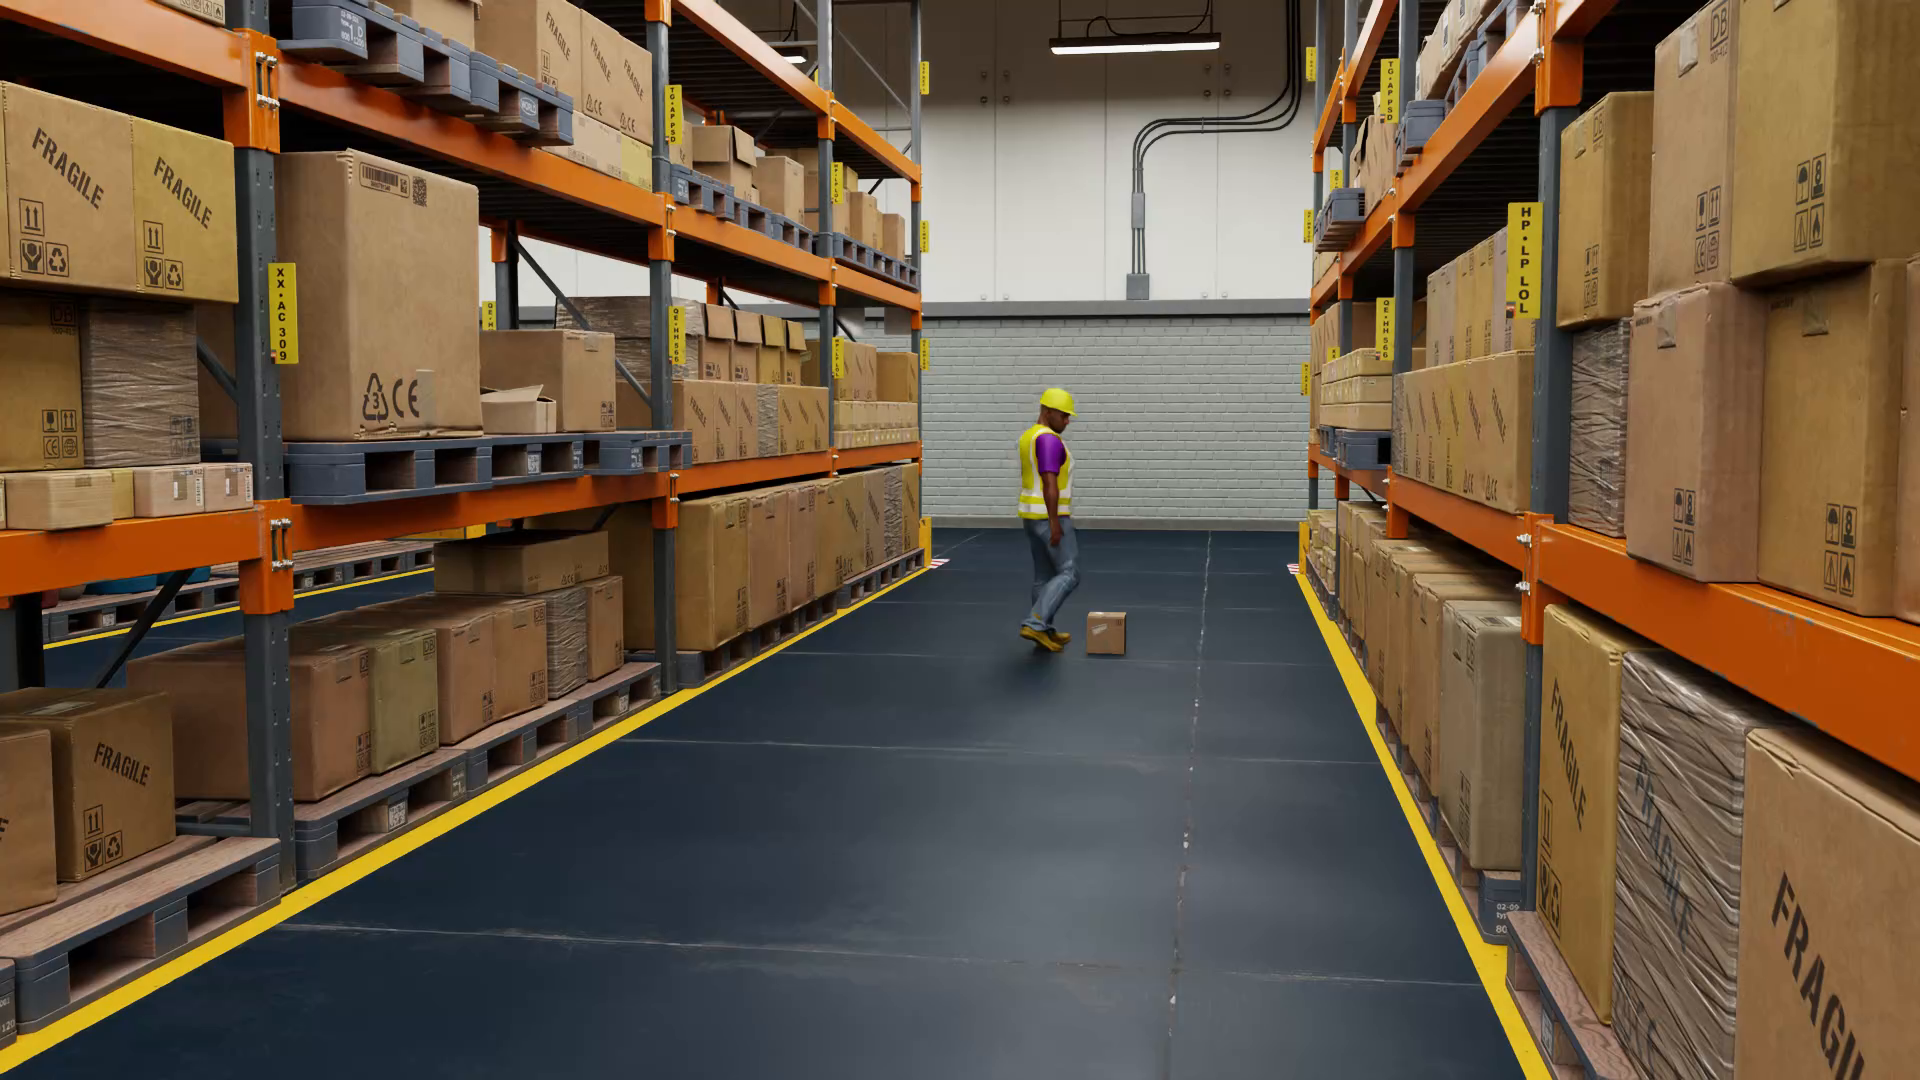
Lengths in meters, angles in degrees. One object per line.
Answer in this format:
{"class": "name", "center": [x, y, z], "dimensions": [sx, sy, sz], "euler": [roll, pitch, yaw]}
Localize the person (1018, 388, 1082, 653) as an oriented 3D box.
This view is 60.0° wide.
{"class": "person", "center": [0.583, -0.135, 11.159], "dimensions": [0.544, 1.765, 0.661], "euler": [-1, 5, -18]}
